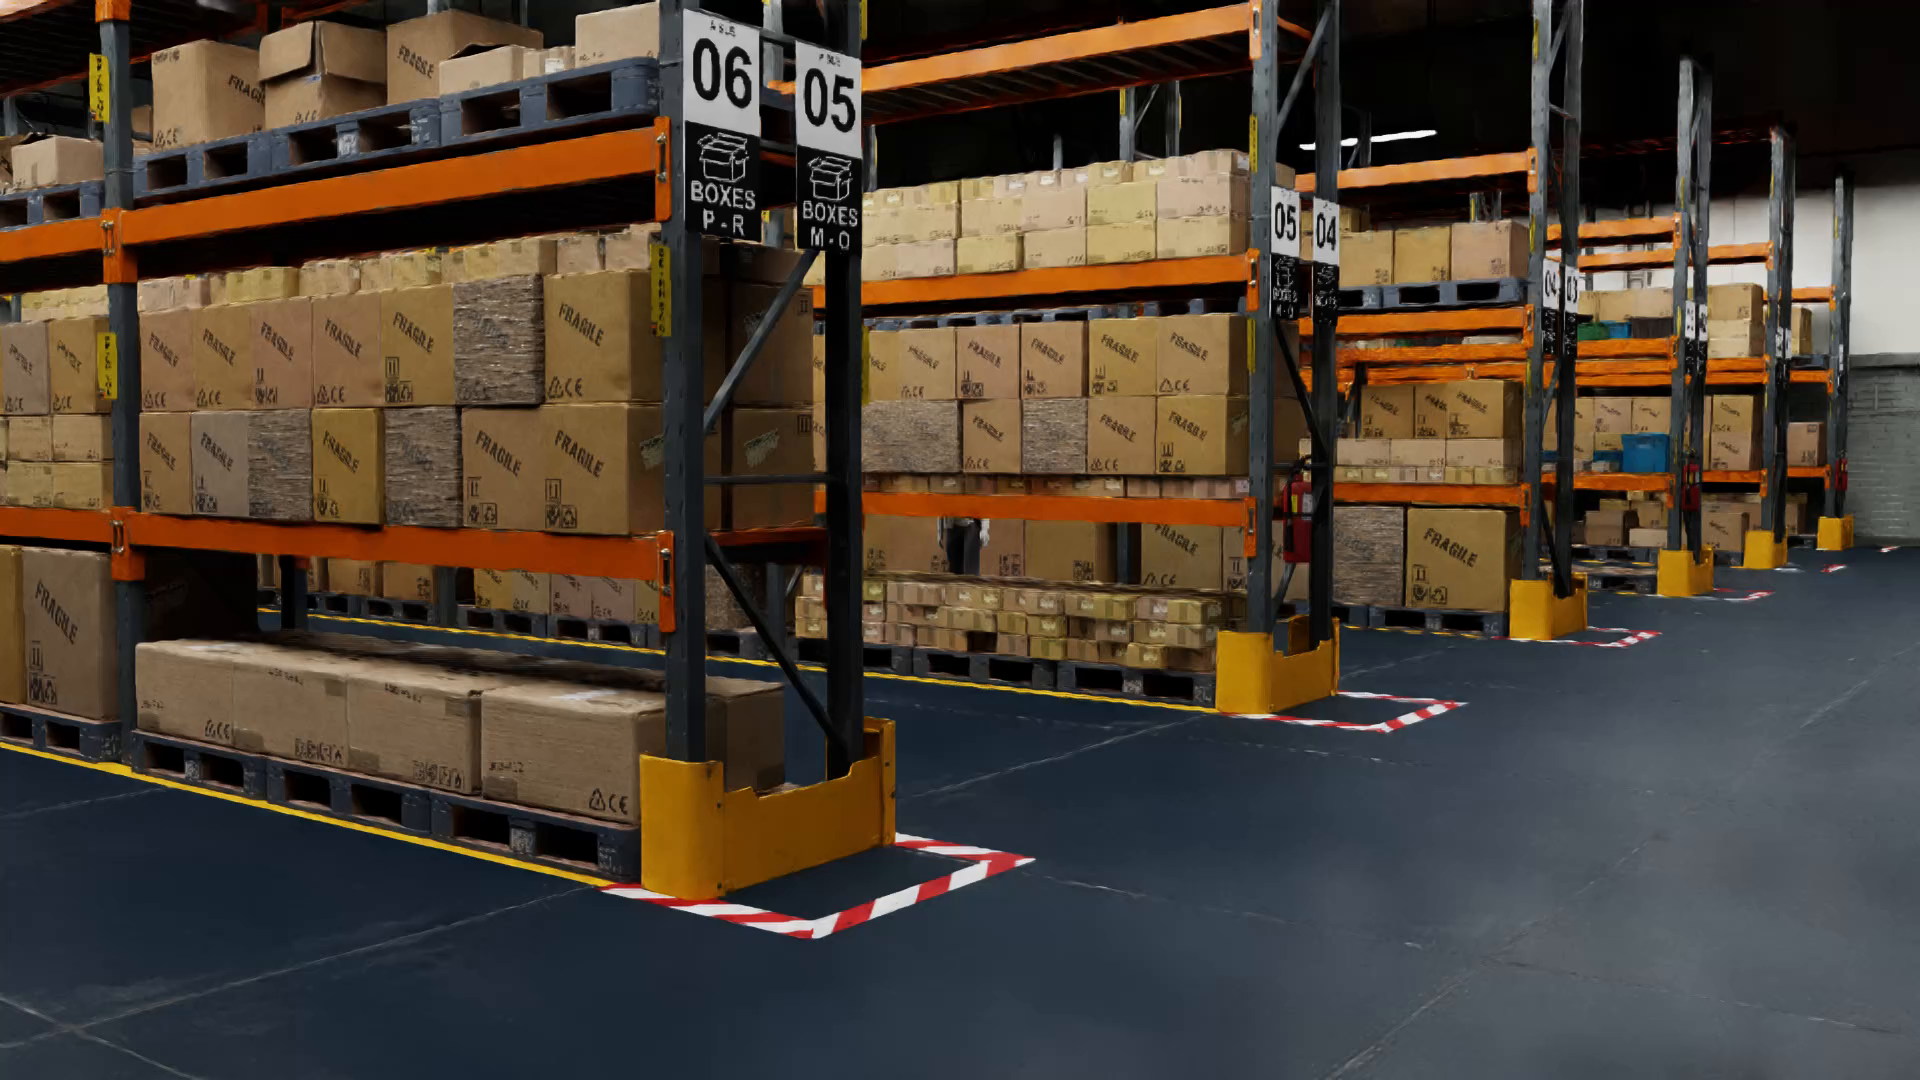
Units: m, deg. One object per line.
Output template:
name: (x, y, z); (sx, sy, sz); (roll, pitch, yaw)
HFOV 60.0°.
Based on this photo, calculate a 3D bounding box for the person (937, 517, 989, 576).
person: (0.025, -0.080, 15.098); (0.603, 1.683, 0.423); (2, 4, 34)
